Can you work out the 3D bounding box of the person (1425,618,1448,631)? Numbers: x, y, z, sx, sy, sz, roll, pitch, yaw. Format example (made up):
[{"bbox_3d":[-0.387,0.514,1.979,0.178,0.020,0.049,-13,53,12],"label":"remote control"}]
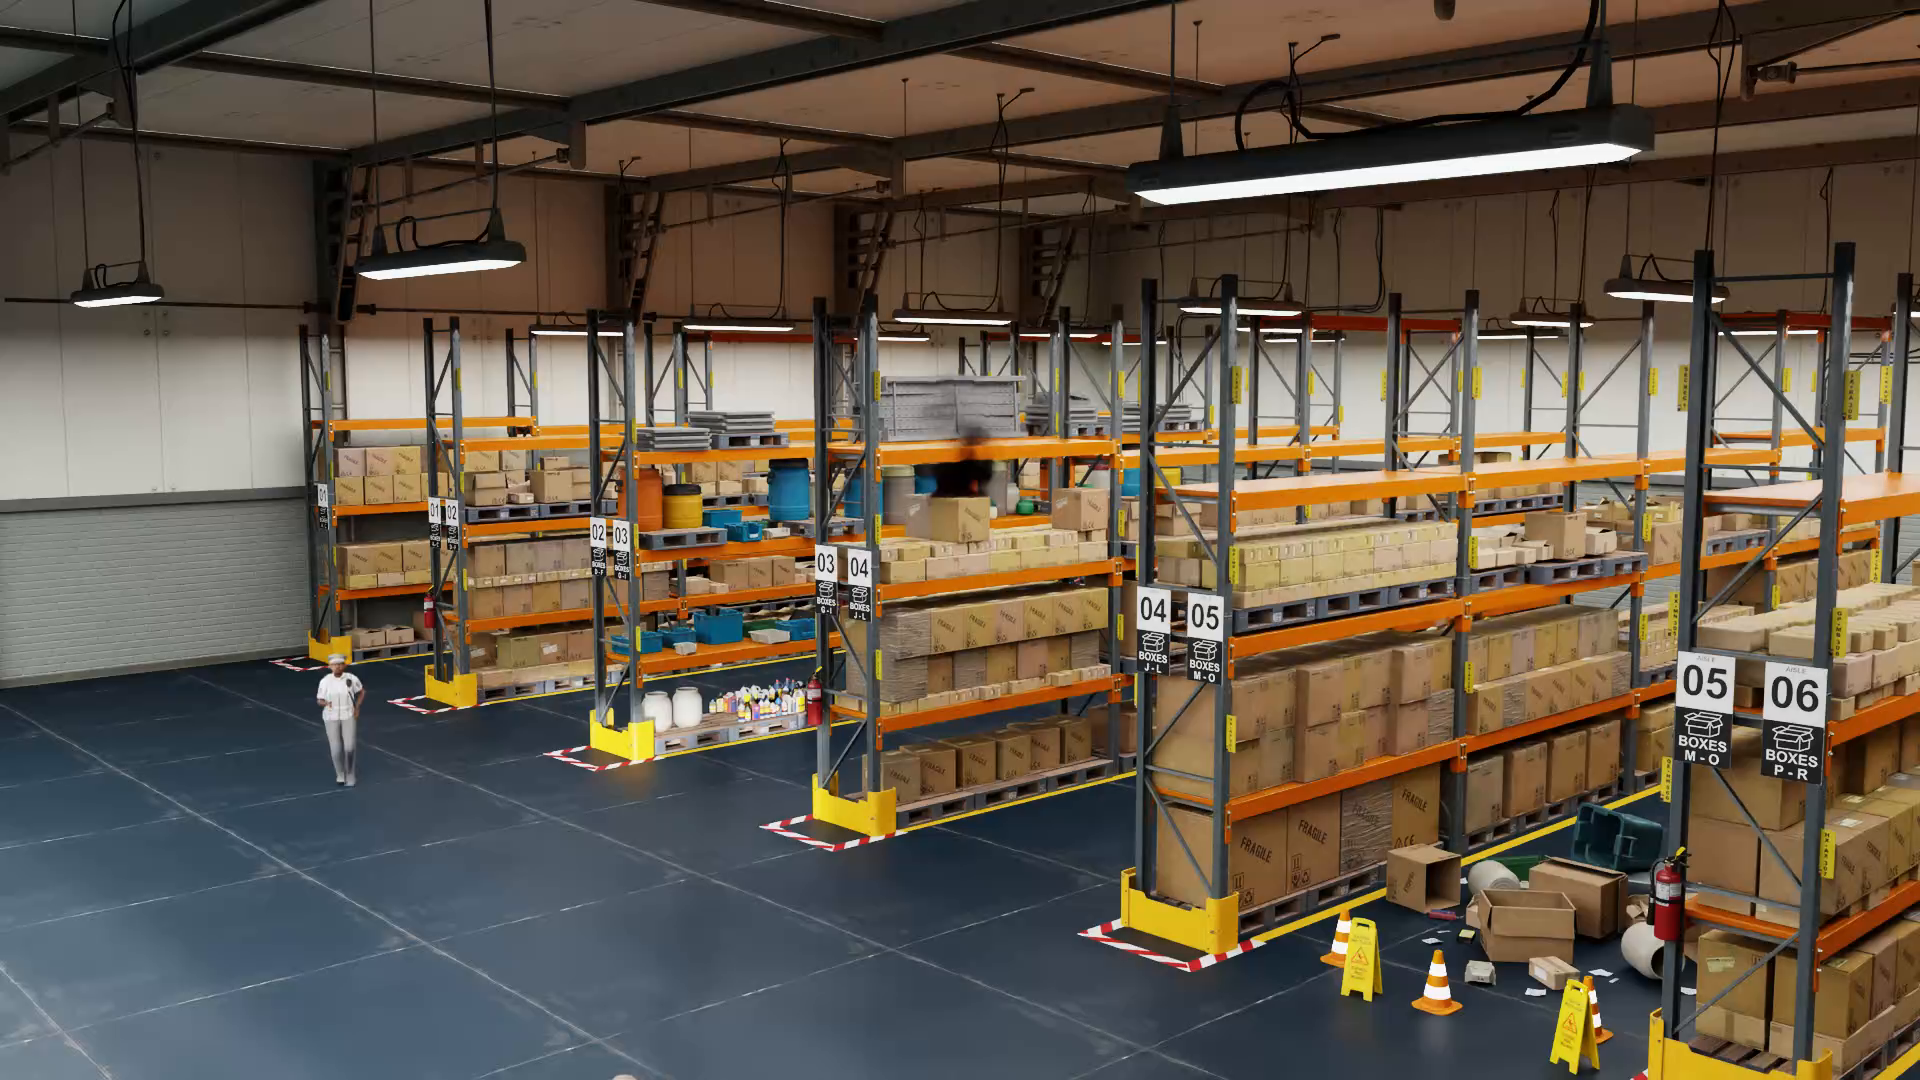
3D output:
[{"bbox_3d":[6.846,1.891,23.827,0.720,1.745,0.903,5,8,41],"label":"person"}]

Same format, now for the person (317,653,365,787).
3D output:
[{"bbox_3d":[-7.695,2.246,20.683,0.561,1.700,0.638,-2,6,-18],"label":"person"}]

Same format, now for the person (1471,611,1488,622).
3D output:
[{"bbox_3d":[7.716,1.781,24.840,0.735,1.815,0.698,-6,8,-44],"label":"person"}]
